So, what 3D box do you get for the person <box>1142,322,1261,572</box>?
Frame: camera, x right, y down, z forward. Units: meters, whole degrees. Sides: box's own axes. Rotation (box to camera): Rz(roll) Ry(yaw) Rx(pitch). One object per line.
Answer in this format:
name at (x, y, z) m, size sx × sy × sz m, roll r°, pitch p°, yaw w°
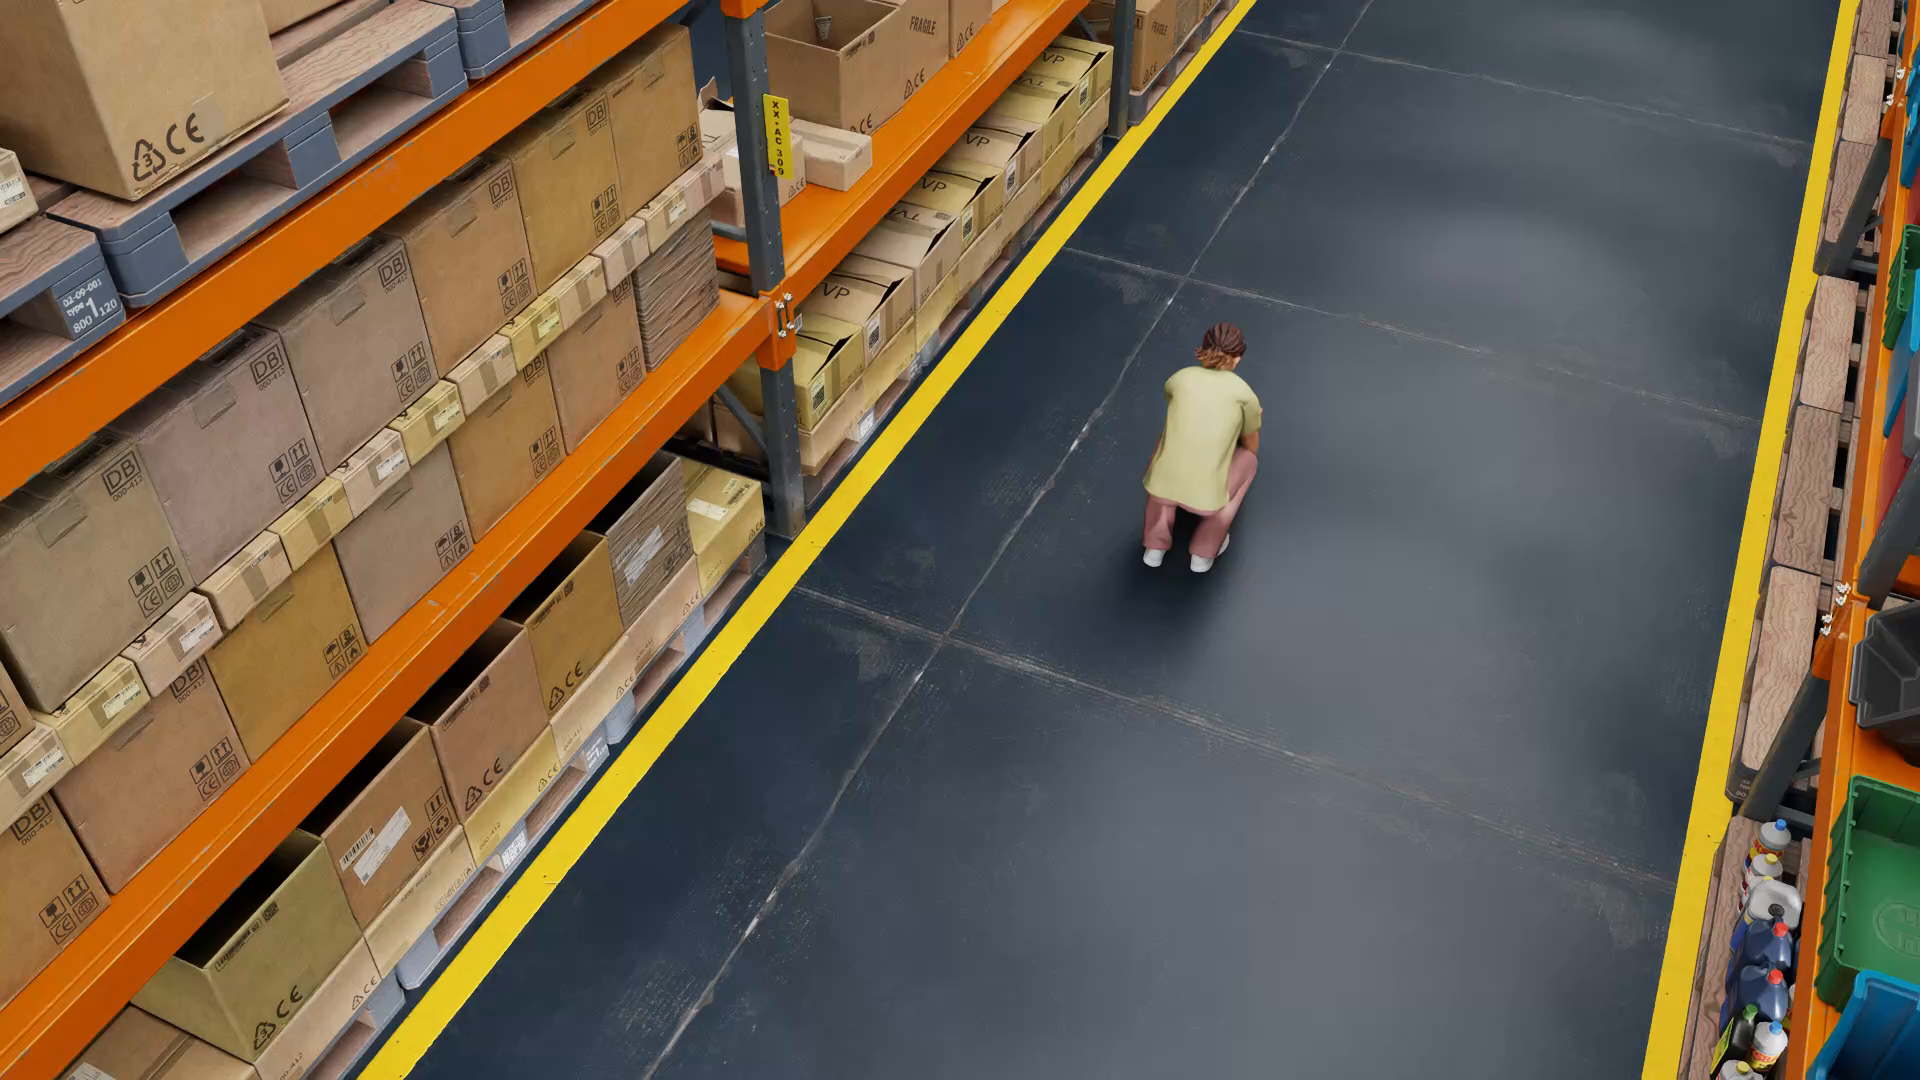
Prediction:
person at (1.033, -0.364, 7.120) m, size 0.452 × 0.934 × 0.817 m, roll 16°, pitch 45°, yaw 17°
